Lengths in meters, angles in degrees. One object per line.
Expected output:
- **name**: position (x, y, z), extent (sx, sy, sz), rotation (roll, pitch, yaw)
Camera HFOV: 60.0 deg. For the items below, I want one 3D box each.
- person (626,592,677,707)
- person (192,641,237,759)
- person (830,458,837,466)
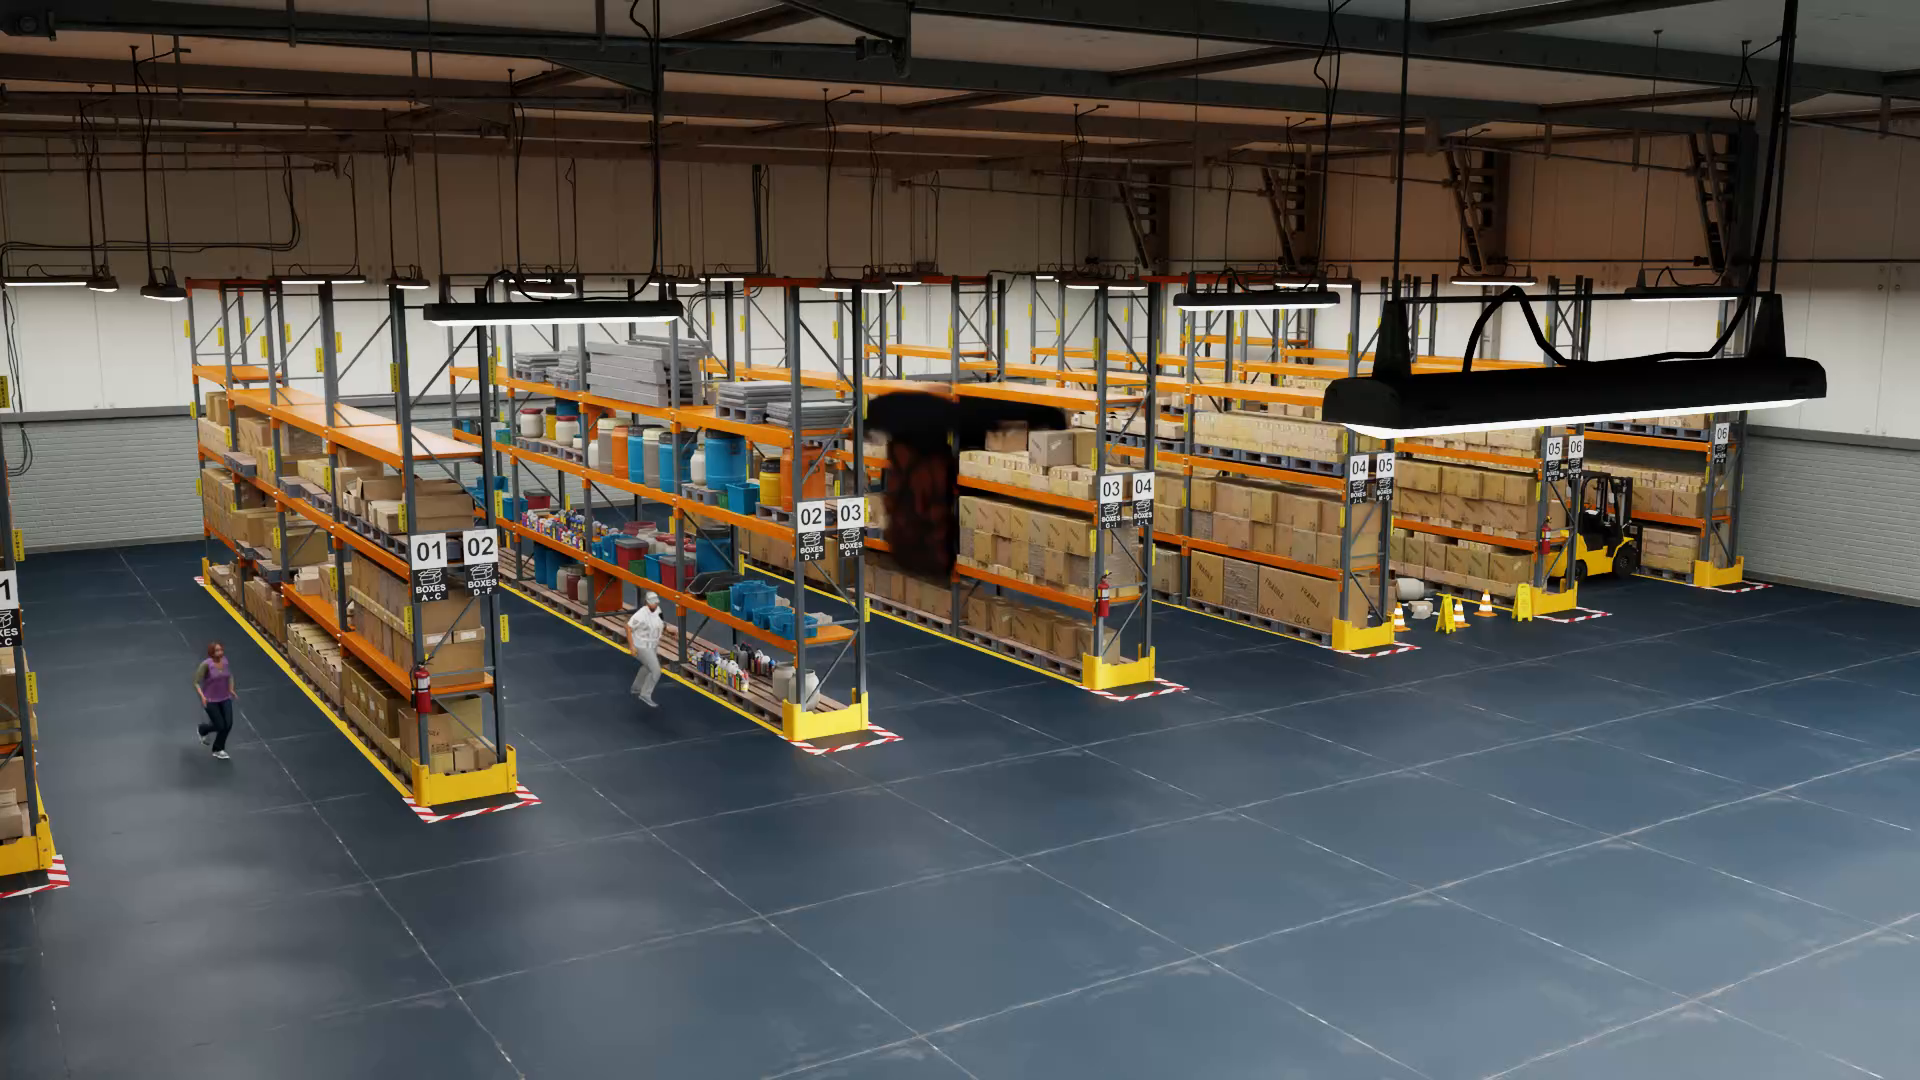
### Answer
- **person**: position (-4.289, 1.486, 23.058), extent (0.804, 1.628, 0.632), rotation (2, 10, 12)
- **person**: position (-9.543, 2.082, 21.296), extent (0.573, 1.457, 0.524), rotation (7, 12, 36)
- **person**: position (-2.972, -1.111, 39.560), extent (0.586, 1.736, 0.897), rotation (-5, 11, -25)
